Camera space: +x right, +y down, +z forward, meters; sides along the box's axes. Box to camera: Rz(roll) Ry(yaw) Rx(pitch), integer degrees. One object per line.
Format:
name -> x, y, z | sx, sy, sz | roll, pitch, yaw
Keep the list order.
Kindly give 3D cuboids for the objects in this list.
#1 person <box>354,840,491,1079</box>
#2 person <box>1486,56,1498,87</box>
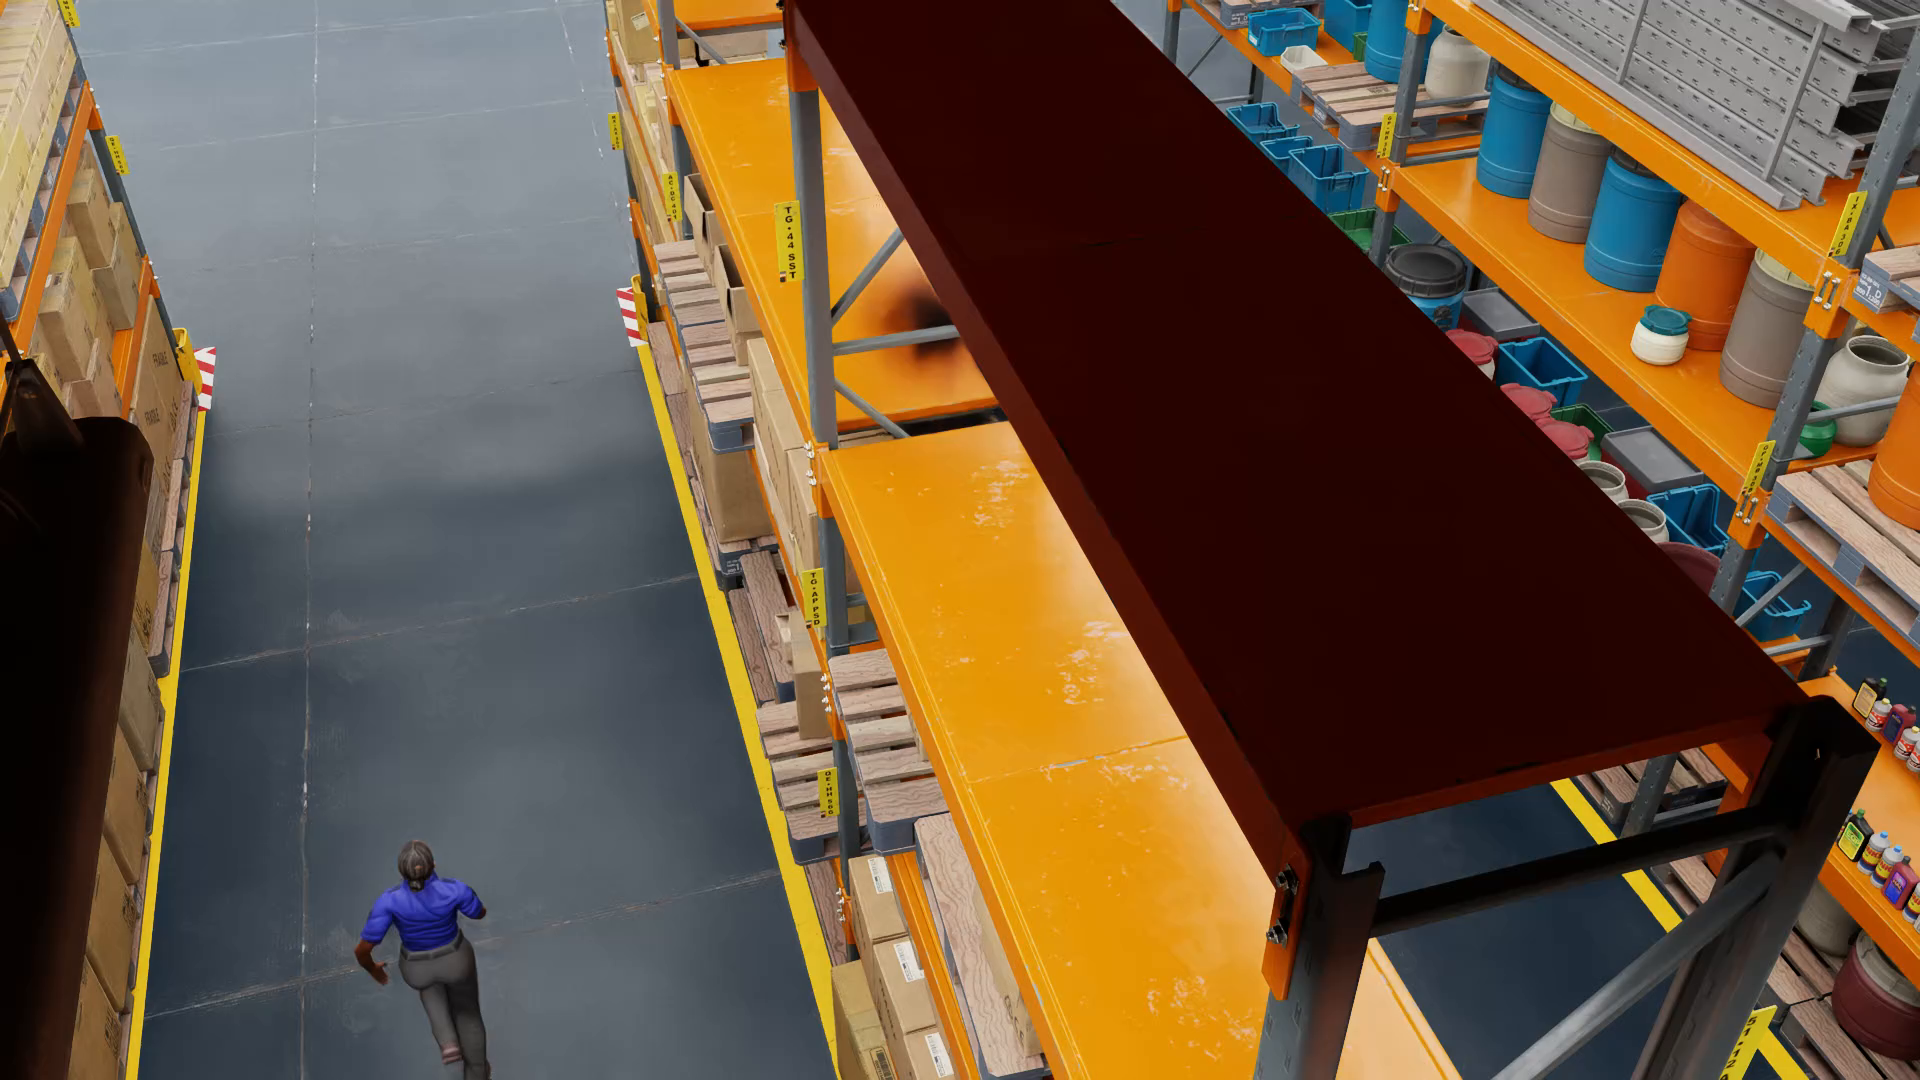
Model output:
person -> -2.664, 2.108, 8.413 | 0.602, 1.637, 0.683 | -9, 39, -11
person -> 5.894, -5.467, 18.448 | 1.065, 1.668, 0.692 | 16, 41, 19
